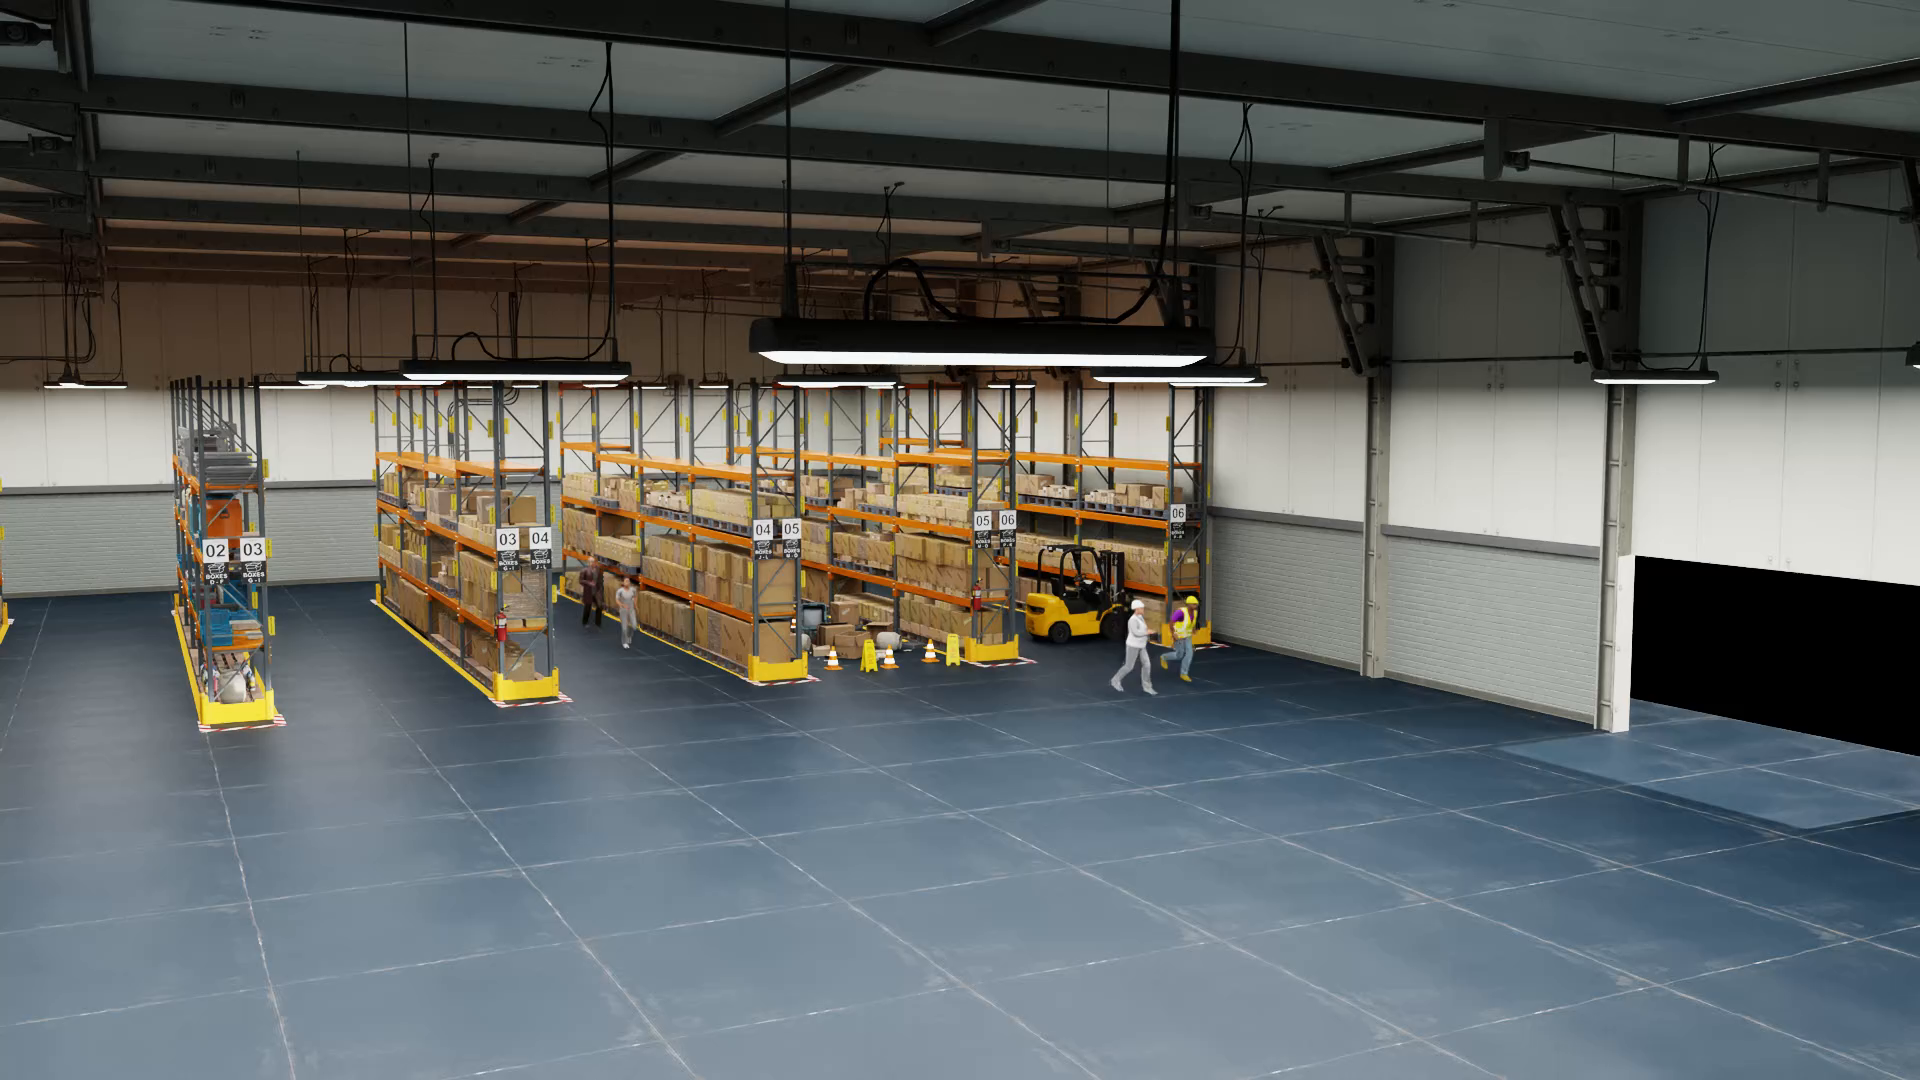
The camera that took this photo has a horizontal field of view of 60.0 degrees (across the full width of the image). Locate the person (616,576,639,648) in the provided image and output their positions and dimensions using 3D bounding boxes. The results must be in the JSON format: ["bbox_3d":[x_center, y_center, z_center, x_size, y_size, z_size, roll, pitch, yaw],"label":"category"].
[{"bbox_3d":[-7.409,1.610,37.115,0.543,1.624,0.636,-3,6,-30],"label":"person"}]

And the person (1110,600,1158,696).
[{"bbox_3d":[3.298,2.026,31.409,0.907,1.804,0.635,2,6,25],"label":"person"}]

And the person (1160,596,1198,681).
[{"bbox_3d":[4.400,1.946,33.255,0.943,1.708,0.701,5,7,44],"label":"person"}]

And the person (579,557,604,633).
[{"bbox_3d":[-8.812,1.313,39.731,0.640,1.835,0.907,-3,6,-31],"label":"person"}]
